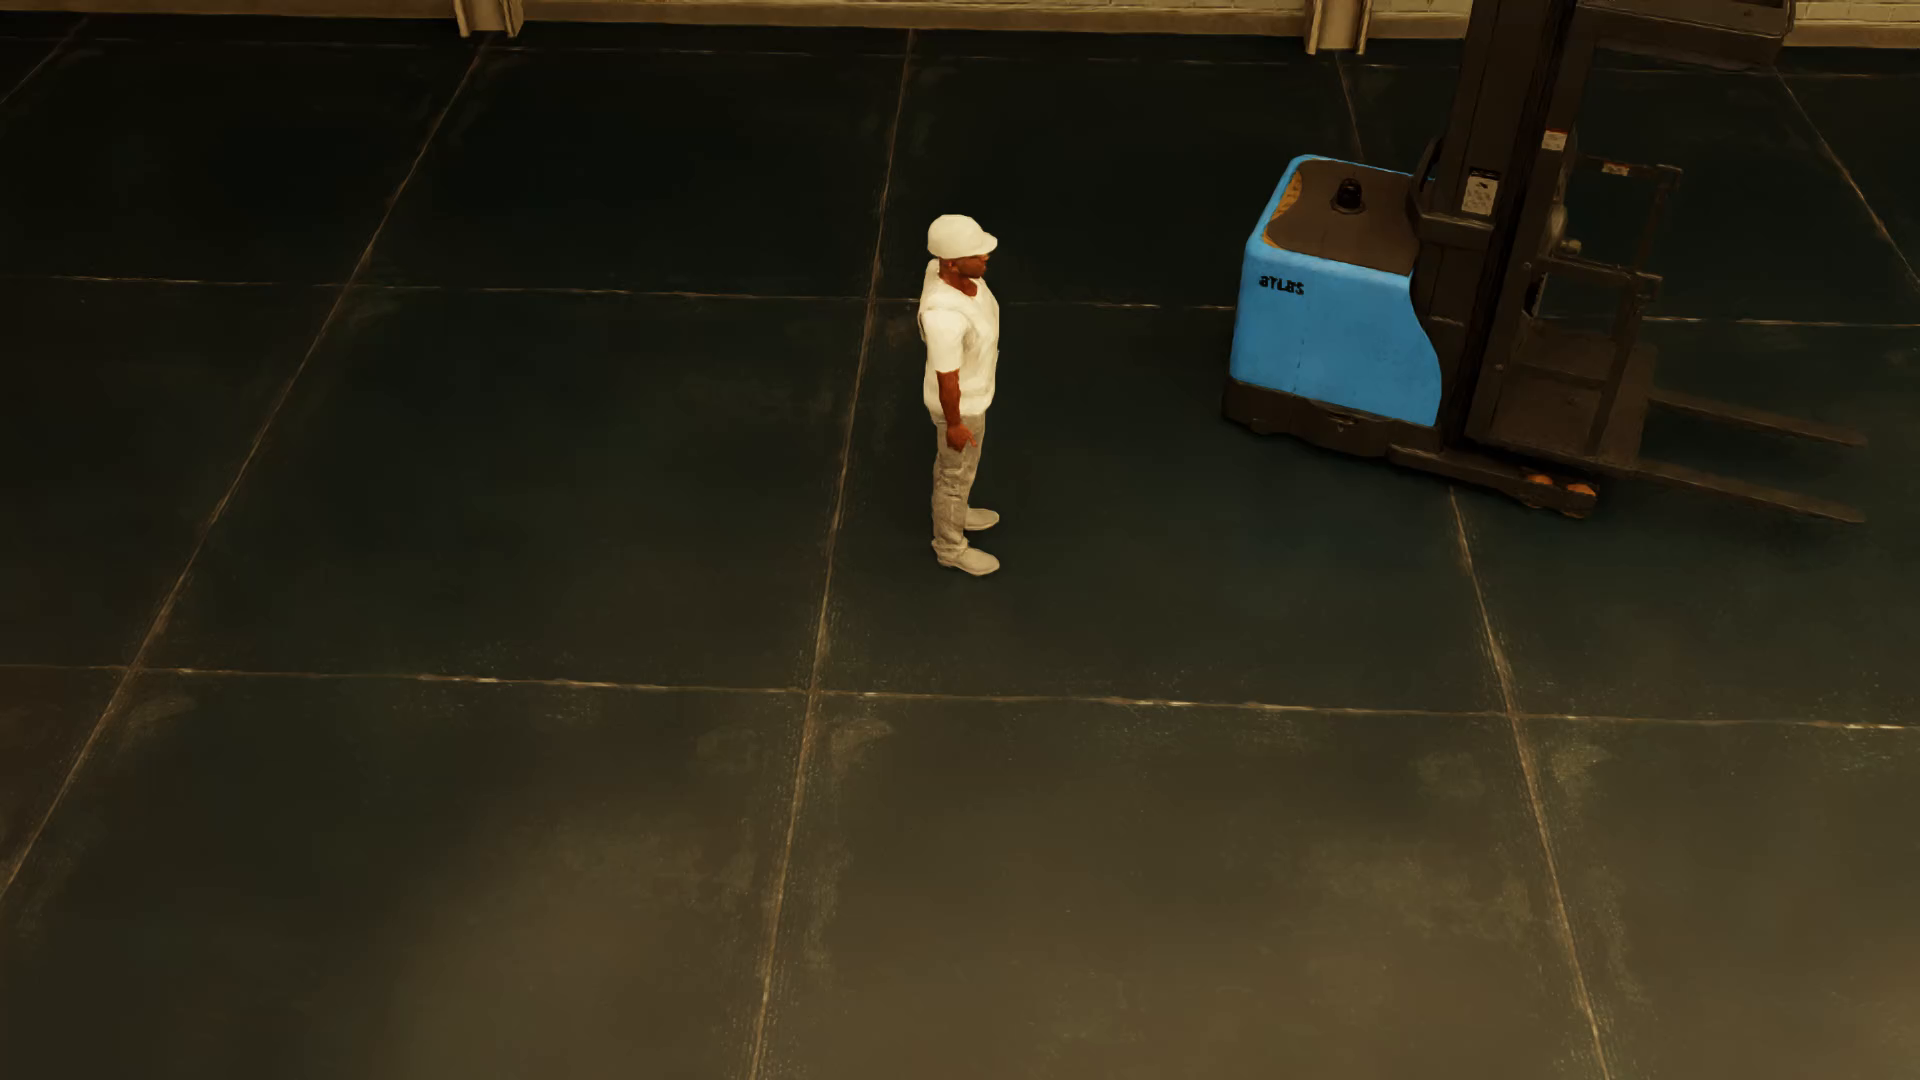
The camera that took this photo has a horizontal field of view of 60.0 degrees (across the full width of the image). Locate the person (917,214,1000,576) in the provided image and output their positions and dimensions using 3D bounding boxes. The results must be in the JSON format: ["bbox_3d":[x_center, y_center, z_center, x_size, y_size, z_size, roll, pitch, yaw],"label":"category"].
[{"bbox_3d":[0.013,-0.653,7.321,0.367,1.771,0.559,2,42,2],"label":"person"}]

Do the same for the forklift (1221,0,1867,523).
[{"bbox_3d":[2.908,-1.598,7.493,3.031,2.935,1.130,16,45,16],"label":"forklift"}]
